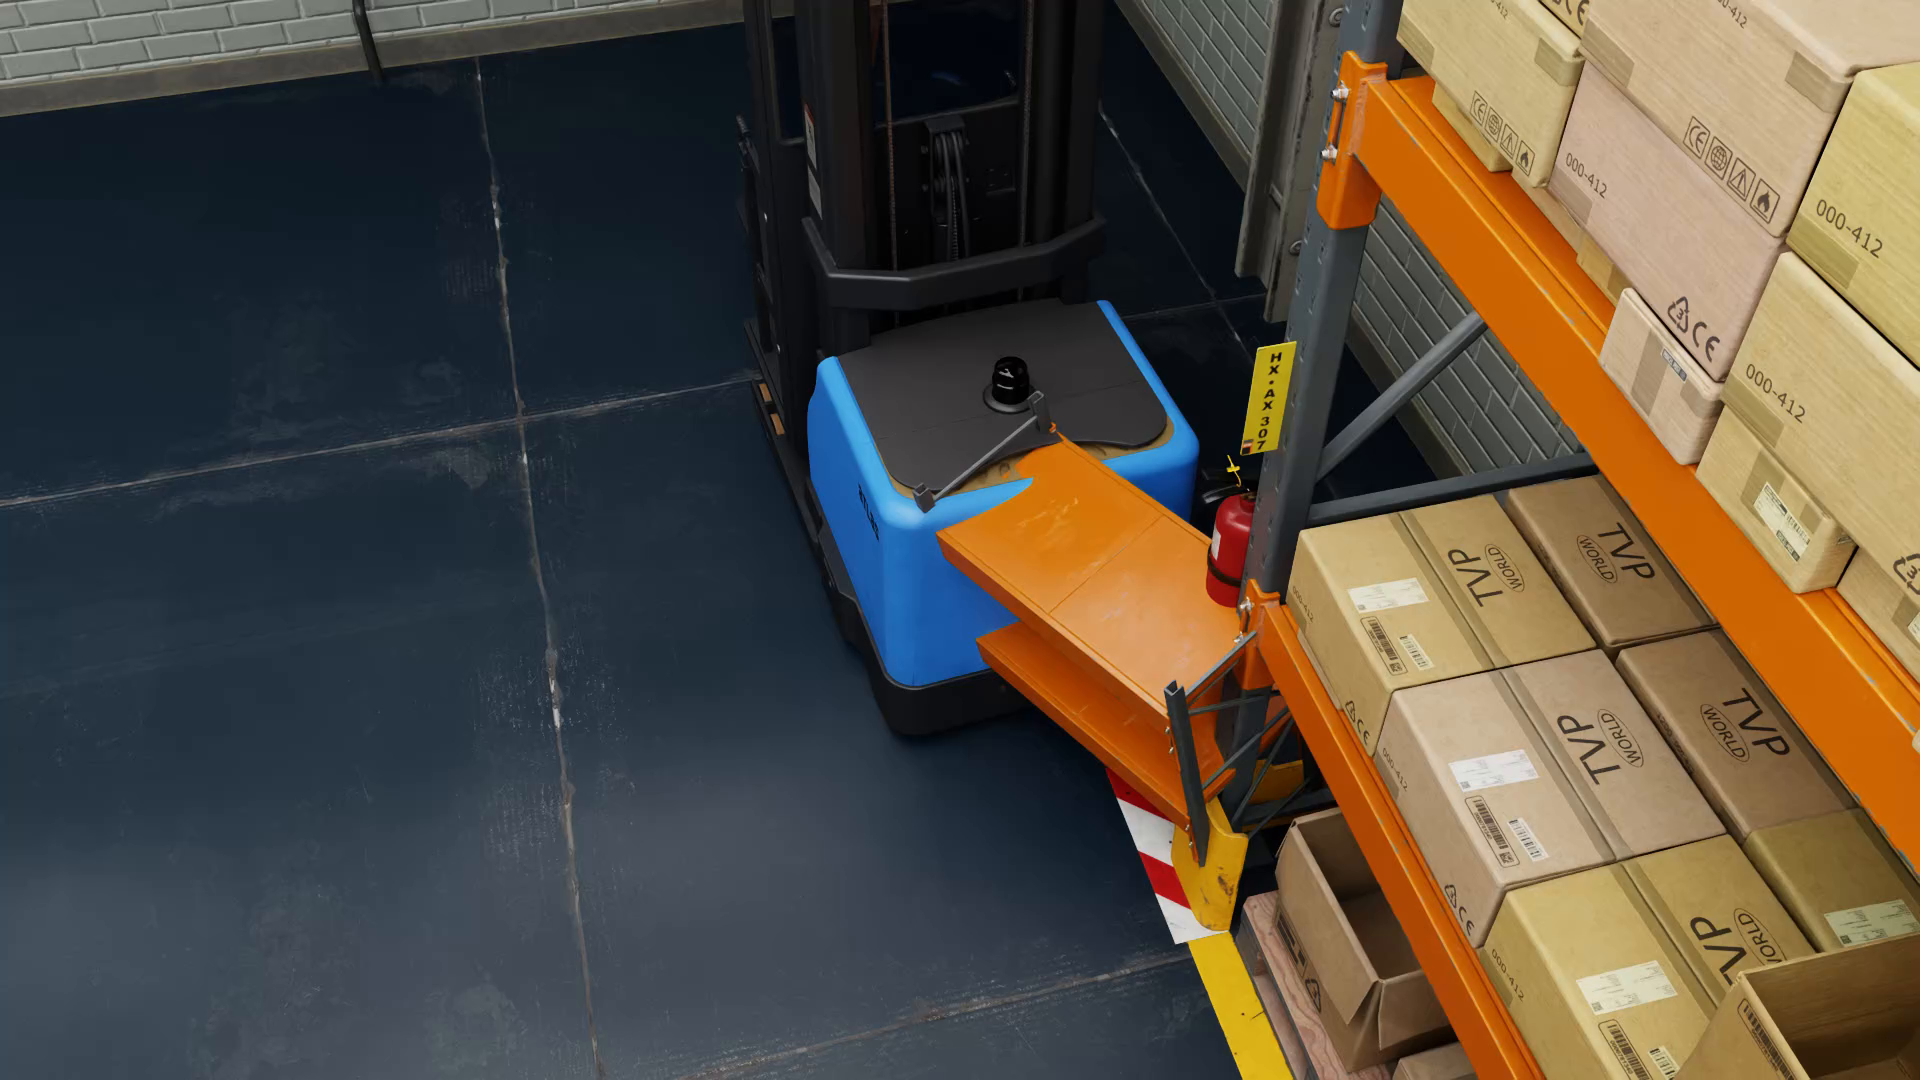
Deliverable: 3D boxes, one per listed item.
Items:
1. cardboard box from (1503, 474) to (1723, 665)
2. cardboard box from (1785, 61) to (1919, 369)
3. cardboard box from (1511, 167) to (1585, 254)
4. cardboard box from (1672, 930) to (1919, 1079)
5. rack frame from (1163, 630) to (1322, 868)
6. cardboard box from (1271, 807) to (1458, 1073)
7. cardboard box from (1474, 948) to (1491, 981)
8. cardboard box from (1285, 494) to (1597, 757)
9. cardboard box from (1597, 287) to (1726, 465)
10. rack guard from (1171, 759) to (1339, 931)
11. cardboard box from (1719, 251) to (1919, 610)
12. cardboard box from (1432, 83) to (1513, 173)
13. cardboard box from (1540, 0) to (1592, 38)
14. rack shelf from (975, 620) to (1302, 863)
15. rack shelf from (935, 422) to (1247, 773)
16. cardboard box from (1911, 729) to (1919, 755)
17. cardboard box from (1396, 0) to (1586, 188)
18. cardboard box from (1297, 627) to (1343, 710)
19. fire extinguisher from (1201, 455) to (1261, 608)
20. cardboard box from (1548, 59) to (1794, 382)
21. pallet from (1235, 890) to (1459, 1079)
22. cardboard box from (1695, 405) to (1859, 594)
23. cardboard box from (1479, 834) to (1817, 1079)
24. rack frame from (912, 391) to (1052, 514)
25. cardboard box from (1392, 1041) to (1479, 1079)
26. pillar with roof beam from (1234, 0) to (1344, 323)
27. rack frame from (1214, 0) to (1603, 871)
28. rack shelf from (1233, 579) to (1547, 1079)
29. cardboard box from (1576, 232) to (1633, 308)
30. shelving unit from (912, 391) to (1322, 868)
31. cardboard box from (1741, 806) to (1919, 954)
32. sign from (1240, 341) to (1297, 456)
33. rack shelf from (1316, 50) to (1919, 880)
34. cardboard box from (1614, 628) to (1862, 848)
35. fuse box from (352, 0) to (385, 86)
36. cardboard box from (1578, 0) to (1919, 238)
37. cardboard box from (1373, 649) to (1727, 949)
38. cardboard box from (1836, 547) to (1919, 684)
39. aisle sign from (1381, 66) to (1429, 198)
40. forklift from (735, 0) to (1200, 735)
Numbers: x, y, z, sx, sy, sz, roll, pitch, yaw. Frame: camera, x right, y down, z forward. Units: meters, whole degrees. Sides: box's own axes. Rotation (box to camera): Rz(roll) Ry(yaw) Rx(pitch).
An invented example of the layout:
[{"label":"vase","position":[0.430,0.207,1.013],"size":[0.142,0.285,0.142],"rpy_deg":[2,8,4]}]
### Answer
[{"label":"cardboard box","position":[1.617,0.096,3.953],"size":[0.500,0.250,0.500],"rpy_deg":[-9,46,-9]},{"label":"cardboard box","position":[1.367,-0.347,1.936],"size":[0.500,0.250,0.500],"rpy_deg":[-11,47,-11]},{"label":"cardboard box","position":[1.192,-0.645,2.858],"size":[0.380,0.149,0.250],"rpy_deg":[-10,46,-10]},{"label":"cardboard box","position":[1.483,0.962,2.579],"size":[0.500,0.500,0.500],"rpy_deg":[-10,46,-9]},{"label":"rack frame","position":[0.822,0.575,4.702],"size":[0.500,1.125,0.032],"rpy_deg":[-39,53,-17]},{"label":"cardboard box","position":[1.308,1.045,4.580],"size":[0.797,0.503,0.637],"rpy_deg":[-12,47,-12]},{"label":"cardboard box","position":[1.278,0.771,3.570],"size":[0.380,0.149,0.250],"rpy_deg":[-9,46,-9]},{"label":"cardboard box","position":[1.098,0.189,3.861],"size":[0.500,0.250,0.500],"rpy_deg":[-10,47,-10]},{"label":"cardboard box","position":[1.205,-0.274,2.494],"size":[0.380,0.149,0.250],"rpy_deg":[-10,46,-9]},{"label":"rack guard","position":[1.262,0.806,5.111],"size":[1.175,0.500,0.348],"rpy_deg":[-11,47,-10]},{"label":"cardboard box","position":[1.361,-0.164,2.107],"size":[0.500,0.250,0.500],"rpy_deg":[-12,47,-12]},{"label":"cardboard box","position":[1.099,-0.821,3.030],"size":[0.380,0.149,0.250],"rpy_deg":[-10,46,-9]},{"label":"cardboard box","position":[1.113,-1.046,2.621],"size":[0.500,0.250,0.500],"rpy_deg":[-11,47,-11]},{"label":"rack shelf","position":[0.545,0.465,5.181],"size":[0.538,0.278,1.000],"rpy_deg":[-39,53,-17]},{"label":"rack shelf","position":[0.437,0.138,4.769],"size":[0.538,0.278,1.000],"rpy_deg":[-39,53,-17]},{"label":"cardboard box","position":[1.398,0.255,1.976],"size":[0.380,0.149,0.250],"rpy_deg":[-11,47,-10]},{"label":"cardboard box","position":[1.092,-0.867,2.796],"size":[0.500,0.250,0.500],"rpy_deg":[-11,47,-11]},{"label":"cardboard box","position":[1.061,0.243,4.087],"size":[0.380,0.149,0.250],"rpy_deg":[-11,47,-11]},{"label":"fire extinguisher","position":[0.758,0.019,4.447],"size":[0.296,0.674,0.183],"rpy_deg":[-11,47,-10]},{"label":"cardboard box","position":[1.242,-0.520,2.456],"size":[0.500,0.250,0.500],"rpy_deg":[-10,46,-10]},{"label":"pallet","position":[1.467,1.457,4.675],"size":[1.003,0.211,1.213],"rpy_deg":[-11,47,-10]},{"label":"cardboard box","position":[1.279,-0.094,2.318],"size":[0.380,0.149,0.250],"rpy_deg":[-11,47,-10]},{"label":"cardboard box","position":[1.361,0.886,3.178],"size":[0.500,0.250,0.500],"rpy_deg":[-12,47,-11]},{"label":"rack frame","position":[0.170,0.058,5.285],"size":[0.500,1.125,0.032],"rpy_deg":[-39,53,-17]},{"label":"cardboard box","position":[1.379,1.469,4.412],"size":[0.380,0.149,0.250],"rpy_deg":[-12,47,-12]},{"label":"pillar with roof beam","position":[-2.738,-3.461,3.341],"size":[9.100,9.000,0.400],"rpy_deg":[-11,47,-10]},{"label":"rack frame","position":[1.243,-0.122,4.269],"size":[1.000,3.000,0.127],"rpy_deg":[-11,47,-10]},{"label":"rack shelf","position":[1.755,1.511,3.173],"size":[1.077,0.370,4.000],"rpy_deg":[-11,47,-10]},{"label":"cardboard box","position":[1.241,-0.465,2.681],"size":[0.380,0.149,0.250],"rpy_deg":[-11,47,-10]},{"label":"shelving unit","position":[0.496,0.316,4.993],"size":[0.538,1.125,1.048],"rpy_deg":[-39,53,-17]},{"label":"cardboard box","position":[1.870,0.795,3.268],"size":[0.500,0.250,0.500],"rpy_deg":[-9,46,-9]},{"label":"sign","position":[0.718,-0.326,3.863],"size":[0.100,0.325,0.005],"rpy_deg":[-11,47,-10]},{"label":"rack shelf","position":[1.755,0.461,2.102],"size":[1.077,0.370,4.000],"rpy_deg":[-11,47,-10]},{"label":"cardboard box","position":[1.748,0.452,3.604],"size":[0.500,0.250,0.500],"rpy_deg":[-11,47,-10]},{"label":"fuse box","position":[-2.953,-2.933,7.926],"size":[0.539,1.711,0.414],"rpy_deg":[-11,47,-10]},{"label":"cardboard box","position":[1.225,-0.691,2.274],"size":[0.500,0.250,0.500],"rpy_deg":[-11,47,-11]},{"label":"cardboard box","position":[1.228,0.537,3.520],"size":[0.500,0.250,0.500],"rpy_deg":[-10,46,-10]},{"label":"cardboard box","position":[1.402,0.065,2.162],"size":[0.380,0.149,0.250],"rpy_deg":[-11,47,-11]},{"label":"aisle sign","position":[0.941,-1.025,3.334],"size":[0.394,0.787,0.004],"rpy_deg":[-11,47,-10]},{"label":"forklift","position":[-0.199,-1.451,5.620],"size":[1.130,2.935,3.031],"rpy_deg":[-13,47,-13]}]
